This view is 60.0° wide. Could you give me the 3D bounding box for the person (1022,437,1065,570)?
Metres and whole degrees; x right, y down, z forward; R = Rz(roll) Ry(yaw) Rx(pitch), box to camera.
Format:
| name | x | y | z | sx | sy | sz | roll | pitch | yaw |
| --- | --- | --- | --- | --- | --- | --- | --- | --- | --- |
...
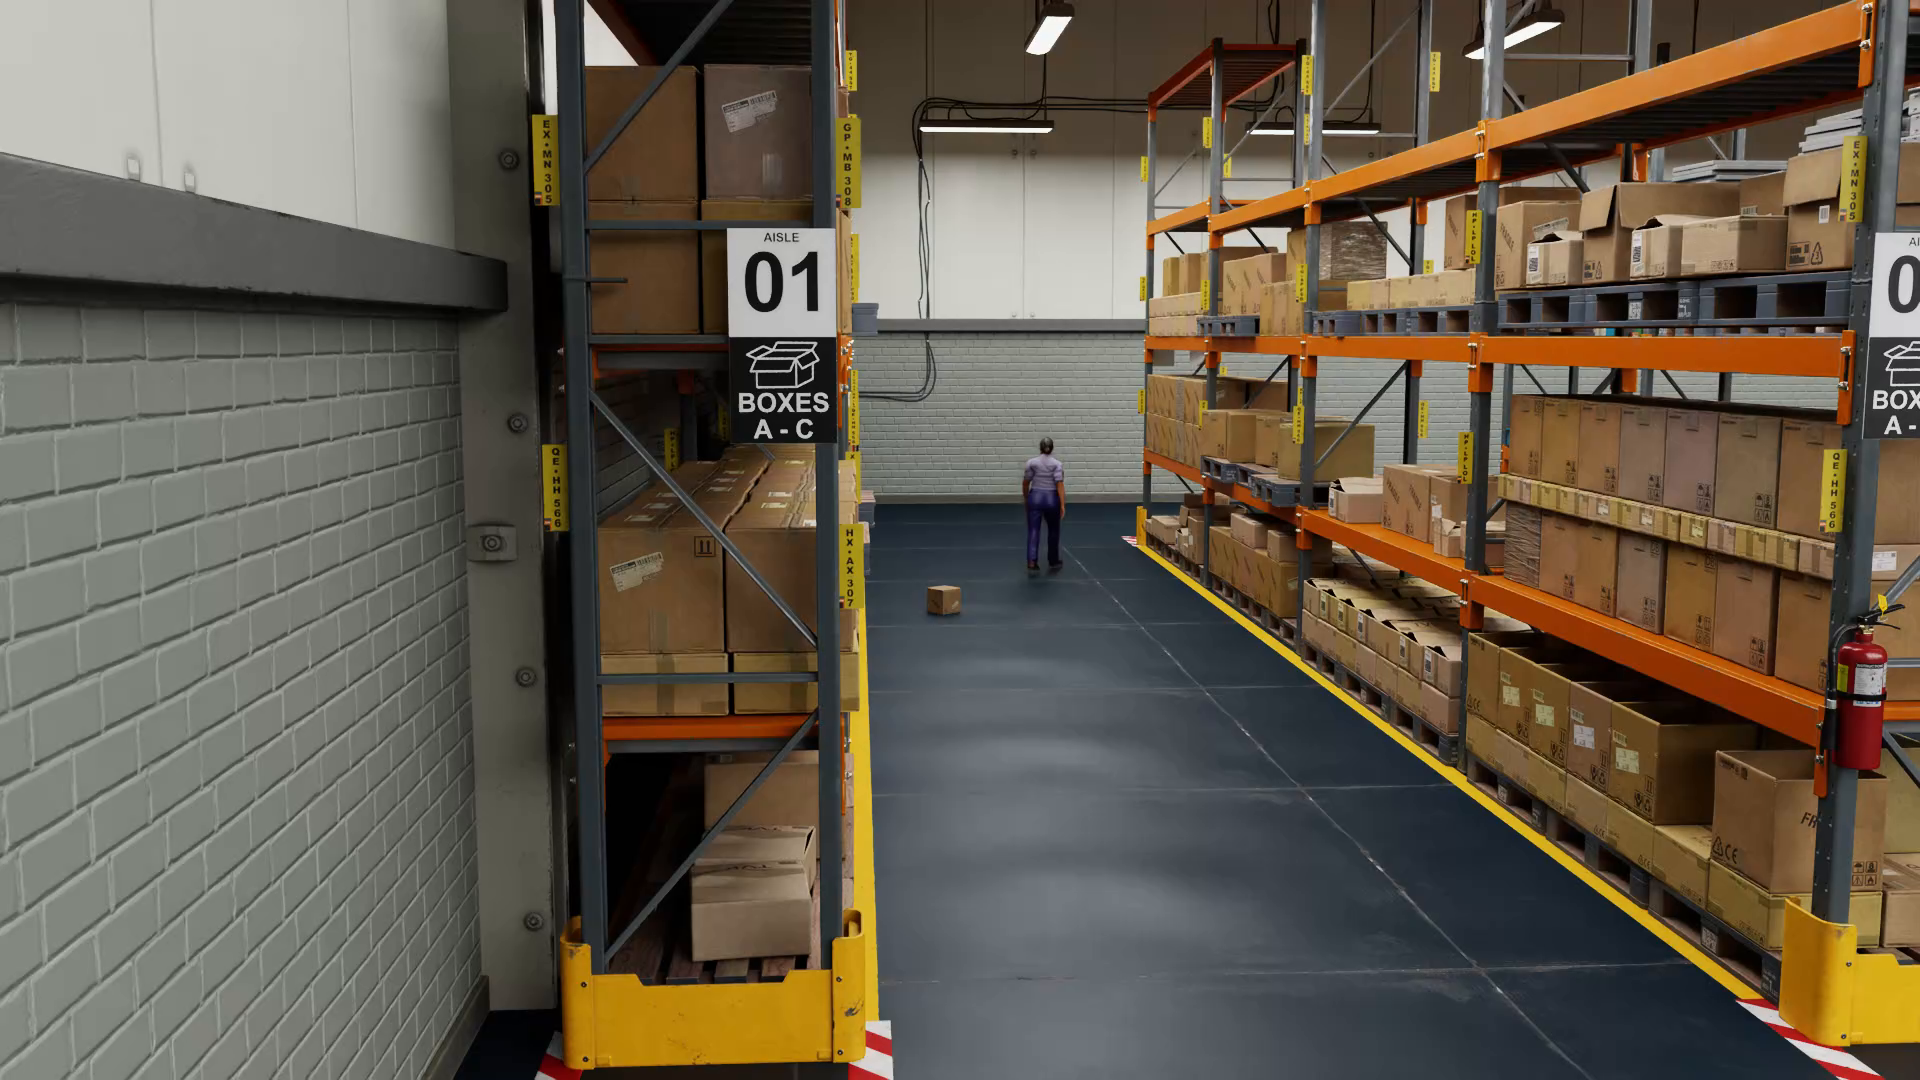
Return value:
| name | x | y | z | sx | sy | sz | roll | pitch | yaw |
| --- | --- | --- | --- | --- | --- | --- | --- | --- | --- |
| person | 1.007 | -0.440 | 19.915 | 0.528 | 1.596 | 0.984 | 1 | 7 | 8 |
